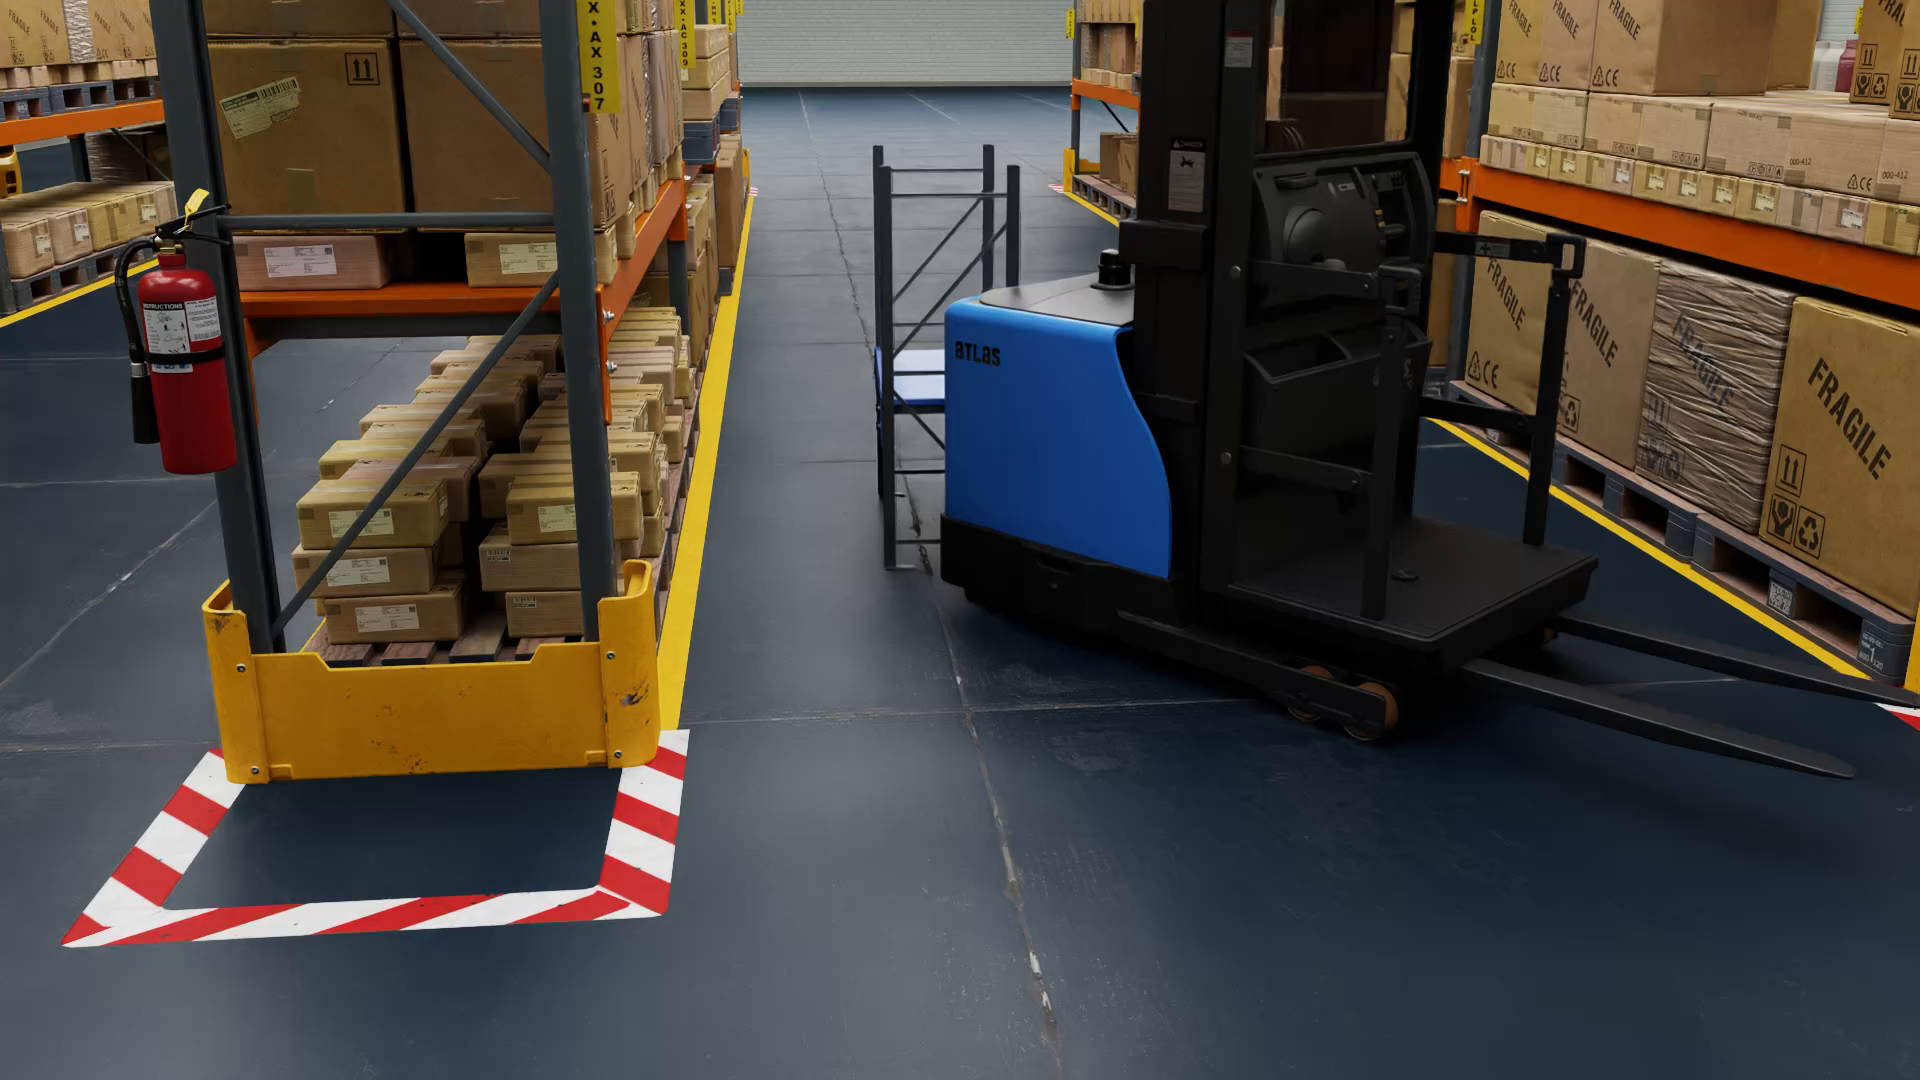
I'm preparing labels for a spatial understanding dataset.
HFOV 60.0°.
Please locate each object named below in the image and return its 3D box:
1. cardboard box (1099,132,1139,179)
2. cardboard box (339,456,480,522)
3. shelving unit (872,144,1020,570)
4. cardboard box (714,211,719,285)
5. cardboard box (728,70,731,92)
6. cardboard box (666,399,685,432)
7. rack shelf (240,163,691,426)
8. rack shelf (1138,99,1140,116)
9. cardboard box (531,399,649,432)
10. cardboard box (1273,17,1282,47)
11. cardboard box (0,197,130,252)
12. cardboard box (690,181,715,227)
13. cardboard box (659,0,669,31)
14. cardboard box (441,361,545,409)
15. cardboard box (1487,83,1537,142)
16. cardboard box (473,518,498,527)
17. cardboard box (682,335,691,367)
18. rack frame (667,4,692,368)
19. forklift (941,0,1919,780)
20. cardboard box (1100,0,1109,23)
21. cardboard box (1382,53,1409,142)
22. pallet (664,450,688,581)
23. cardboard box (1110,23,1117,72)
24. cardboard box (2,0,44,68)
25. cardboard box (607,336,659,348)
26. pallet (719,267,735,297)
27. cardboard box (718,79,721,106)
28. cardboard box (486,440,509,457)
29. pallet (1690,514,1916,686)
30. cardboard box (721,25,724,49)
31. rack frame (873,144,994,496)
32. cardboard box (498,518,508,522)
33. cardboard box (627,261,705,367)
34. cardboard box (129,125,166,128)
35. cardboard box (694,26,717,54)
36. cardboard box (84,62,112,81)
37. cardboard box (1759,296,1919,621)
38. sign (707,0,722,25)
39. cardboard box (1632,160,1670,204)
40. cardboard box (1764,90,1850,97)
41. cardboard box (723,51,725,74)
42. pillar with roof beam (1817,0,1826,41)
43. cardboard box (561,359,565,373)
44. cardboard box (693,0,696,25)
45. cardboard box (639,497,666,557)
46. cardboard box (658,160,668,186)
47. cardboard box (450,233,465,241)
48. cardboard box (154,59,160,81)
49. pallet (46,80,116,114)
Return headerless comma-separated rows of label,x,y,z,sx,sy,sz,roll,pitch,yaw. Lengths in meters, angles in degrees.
cardboard box,1.892,-4.519,19.535,0.500,0.500,0.500,1,17,5
cardboard box,-1.725,-0.158,5.238,0.380,0.149,0.250,-1,17,-5
shelving unit,-0.073,-0.765,6.611,0.538,1.500,1.048,-1,17,-4
cardboard box,-1.947,-2.011,11.546,0.500,0.500,0.500,-2,18,-6
cardboard box,-1.766,-3.139,11.385,0.380,0.149,0.250,-1,17,-5
cardboard box,-1.447,-0.576,7.564,0.380,0.149,0.250,-2,18,-7
rack shelf,-1.656,-1.060,6.247,1.077,0.370,4.000,-2,18,-6
rack shelf,2.463,-3.567,14.231,1.077,0.370,4.000,-2,18,-6
cardboard box,-1.339,-0.410,6.040,0.380,0.149,0.250,-1,17,-3
cardboard box,2.574,-3.722,12.656,0.500,0.500,0.500,-4,18,-12
cardboard box,-7.393,-2.569,13.538,0.950,0.372,0.625,-1,17,-4
cardboard box,-1.880,-2.211,10.931,0.500,0.250,0.500,-2,17,-5
cardboard box,-1.486,-2.380,6.919,0.500,0.500,0.500,-2,18,-7
cardboard box,-1.883,-0.623,6.717,0.380,0.149,0.250,-3,18,-8
cardboard box,2.870,-2.045,7.936,0.500,0.250,0.500,-2,18,-7
cardboard box,-1.818,-0.026,5.811,0.380,0.149,0.250,-2,18,-5
cardboard box,-1.513,-0.897,8.089,0.380,0.149,0.250,-1,17,-5
rack frame,-1.862,-1.999,8.037,1.000,3.000,0.127,-2,18,-6
forklift,1.335,-0.991,4.941,3.031,2.935,1.130,16,24,42
cardboard box,1.785,-5.745,17.636,0.500,0.500,0.500,-2,18,-6
cardboard box,2.657,-2.604,9.797,0.500,0.500,0.500,-2,18,-6
pallet,-1.628,-0.106,6.661,1.003,0.211,1.213,-2,18,-6
cardboard box,2.093,-5.278,17.816,0.875,0.500,0.500,-2,18,-6
cardboard box,-7.065,-3.694,12.072,0.500,0.500,0.500,-1,17,-3
cardboard box,-1.518,-0.797,7.272,0.380,0.149,0.250,-1,17,-4
pallet,-2.281,-2.098,13.007,1.003,0.211,1.213,-2,18,-6
cardboard box,-1.585,-2.600,9.670,0.380,0.149,0.250,-2,18,-7
cardboard box,-1.917,-0.324,6.262,0.380,0.149,0.250,-1,17,-3
pallet,3.334,0.164,5.802,1.003,0.211,1.213,-2,18,-6
cardboard box,-1.667,-3.119,10.329,0.380,0.149,0.250,-2,18,-6
rack frame,-0.109,-0.917,7.094,0.500,1.500,0.032,-1,17,-4
cardboard box,-1.333,-0.107,5.572,0.380,0.149,0.250,-2,17,-5
cardboard box,-1.674,-1.235,9.076,0.500,0.500,0.500,-1,17,-3
cardboard box,-8.036,-3.917,16.785,0.500,0.500,0.500,-1,17,-3
cardboard box,-1.527,-2.729,9.087,0.380,0.149,0.250,-2,18,-6
cardboard box,-7.182,-3.831,13.590,0.380,0.149,0.250,-2,18,-6
cardboard box,3.349,-0.305,5.488,0.875,0.875,0.875,-2,18,-6
sign,-1.736,-3.725,11.734,0.100,0.325,0.005,-2,18,-6
cardboard box,2.944,-1.440,6.675,0.380,0.149,0.250,-2,18,-7
cardboard box,3.497,-1.763,7.039,0.500,0.250,0.500,-1,17,-5
cardboard box,-1.663,-2.974,10.363,0.380,0.149,0.250,-2,18,-6
pillar with roof beam,12.038,-12.279,30.766,9.100,9.000,0.400,-2,18,-6
cardboard box,-1.966,-0.719,7.523,0.380,0.149,0.250,-2,18,-6
cardboard box,-2.364,-4.000,12.576,0.700,0.500,0.500,-2,18,-6
cardboard box,-1.243,-0.042,5.863,0.380,0.149,0.250,-2,17,-5
cardboard box,-1.496,-1.647,7.334,0.380,0.149,0.250,-1,17,-3
cardboard box,-1.841,-1.080,5.530,0.380,0.149,0.250,-3,18,-8
cardboard box,-7.368,-4.529,15.432,0.500,0.500,0.500,-2,18,-6
pallet,-7.433,-3.505,13.154,1.003,0.211,1.213,-2,18,-6
